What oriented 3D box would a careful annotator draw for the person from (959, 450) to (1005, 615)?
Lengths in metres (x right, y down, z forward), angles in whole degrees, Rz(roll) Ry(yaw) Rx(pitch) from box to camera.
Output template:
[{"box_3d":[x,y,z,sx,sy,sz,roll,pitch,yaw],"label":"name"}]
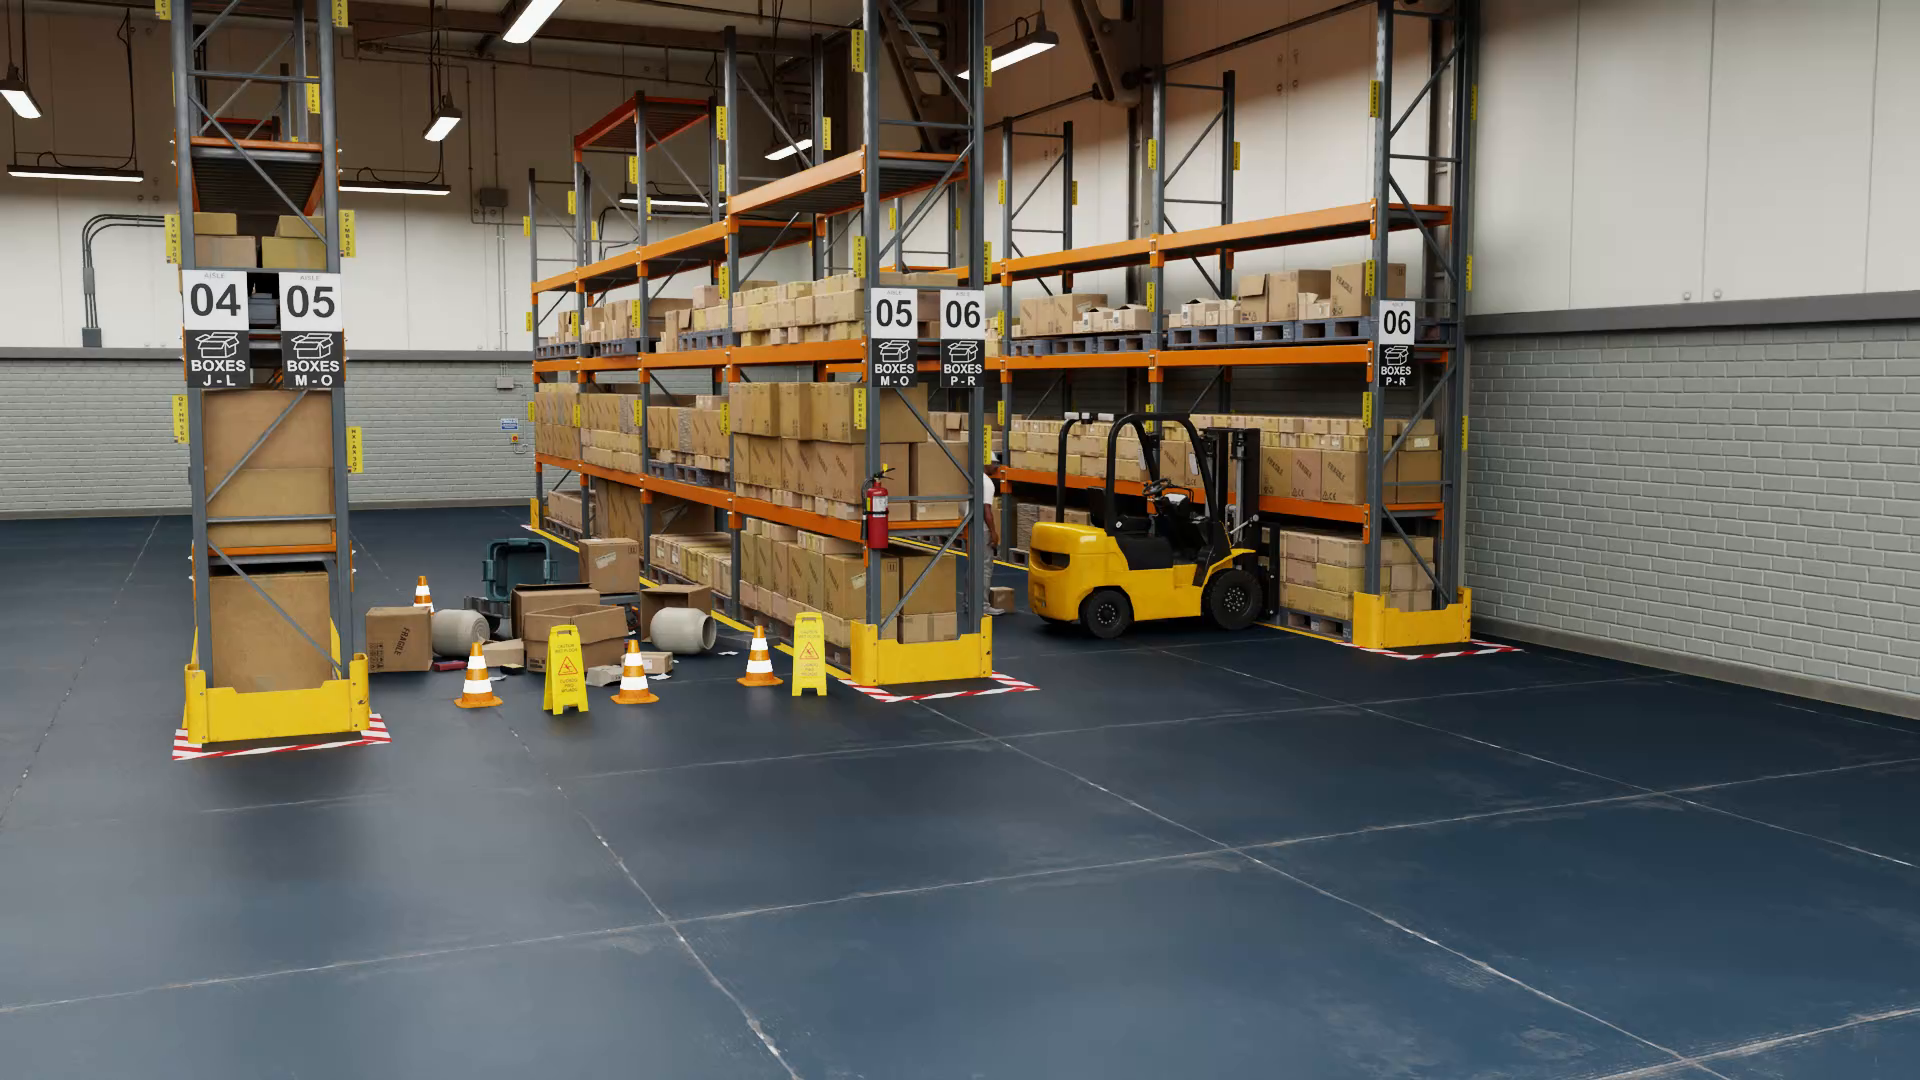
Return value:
[{"box_3d":[0.220,-0.095,17.684,0.463,1.760,0.635,-2,6,-25],"label":"person"}]
